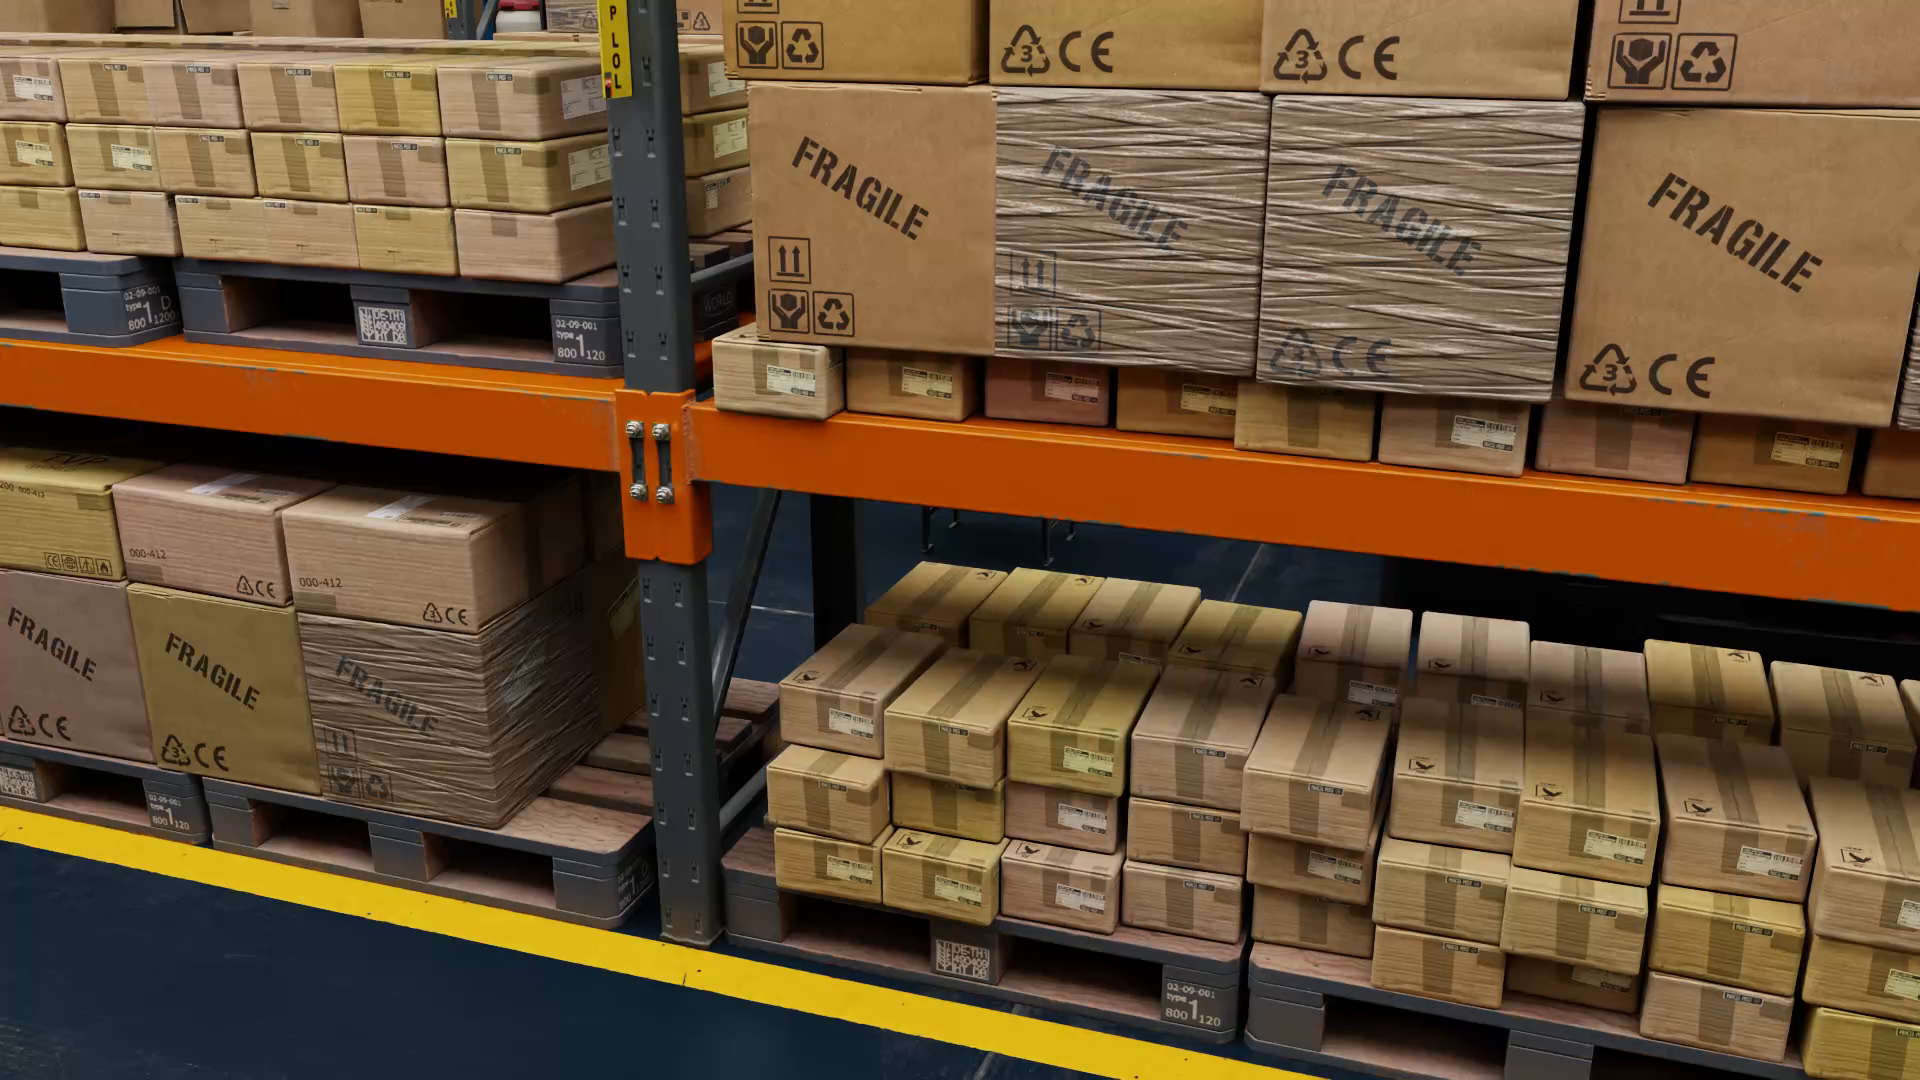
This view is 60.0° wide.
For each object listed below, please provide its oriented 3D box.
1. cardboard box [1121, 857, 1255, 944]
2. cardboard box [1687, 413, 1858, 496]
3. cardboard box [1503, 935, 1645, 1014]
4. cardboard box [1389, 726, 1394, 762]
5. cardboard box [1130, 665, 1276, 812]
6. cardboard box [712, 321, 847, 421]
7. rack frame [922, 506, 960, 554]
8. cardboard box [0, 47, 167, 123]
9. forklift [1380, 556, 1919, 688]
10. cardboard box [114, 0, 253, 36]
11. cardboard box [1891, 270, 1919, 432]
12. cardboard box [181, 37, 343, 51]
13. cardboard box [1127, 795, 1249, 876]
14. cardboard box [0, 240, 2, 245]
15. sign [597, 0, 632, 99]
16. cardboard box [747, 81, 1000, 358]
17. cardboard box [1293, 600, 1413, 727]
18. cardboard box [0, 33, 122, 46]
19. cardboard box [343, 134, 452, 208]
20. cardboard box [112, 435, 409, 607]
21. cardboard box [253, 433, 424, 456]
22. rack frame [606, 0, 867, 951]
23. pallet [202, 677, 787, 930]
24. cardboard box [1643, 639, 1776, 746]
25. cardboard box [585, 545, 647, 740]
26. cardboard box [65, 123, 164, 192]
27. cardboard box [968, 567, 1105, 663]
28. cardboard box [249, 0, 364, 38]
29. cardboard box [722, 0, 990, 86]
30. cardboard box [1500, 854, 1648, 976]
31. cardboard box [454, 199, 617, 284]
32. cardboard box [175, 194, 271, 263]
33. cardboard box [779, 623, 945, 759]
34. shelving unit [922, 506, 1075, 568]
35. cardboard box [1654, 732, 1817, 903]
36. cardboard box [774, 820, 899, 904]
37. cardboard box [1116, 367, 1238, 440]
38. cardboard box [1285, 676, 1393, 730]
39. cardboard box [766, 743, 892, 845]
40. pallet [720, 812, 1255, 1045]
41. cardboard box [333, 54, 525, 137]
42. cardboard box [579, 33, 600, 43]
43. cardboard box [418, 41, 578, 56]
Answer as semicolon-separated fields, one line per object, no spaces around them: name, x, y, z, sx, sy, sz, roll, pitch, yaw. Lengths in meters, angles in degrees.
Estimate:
cardboard box;0.521;0.710;3.674;0.250;0.149;0.380;6;20;17
cardboard box;1.457;-0.215;3.017;0.250;0.149;0.380;7;20;19
cardboard box;1.274;0.791;3.442;0.250;0.149;0.380;7;20;20
cardboard box;0.984;0.568;4.082;0.250;0.149;0.380;6;20;18
cardboard box;0.531;0.422;3.598;0.250;0.149;0.380;6;20;17
cardboard box;-0.316;-0.377;3.482;0.250;0.149;0.380;7;21;20
rack frame;-0.074;-1.000;6.255;0.015;2.100;0.400;7;20;18
cardboard box;-2.151;-1.112;4.050;0.250;0.149;0.380;6;20;16
forklift;3.021;-1.064;5.272;3.031;2.867;1.129;5;20;15
cardboard box;-4.642;-3.112;10.152;0.637;0.503;0.797;9;21;24
cardboard box;1.826;-0.461;2.738;0.500;0.500;0.500;7;20;18
cardboard box;-1.919;-1.313;4.627;0.250;0.149;0.380;7;21;20
cardboard box;0.525;0.563;3.646;0.250;0.149;0.380;5;20;15
cardboard box;-2.400;-0.857;4.223;0.250;0.149;0.380;6;20;16
sign;-0.655;-1.002;3.134;0.005;0.325;0.100;7;20;18
cardboard box;-0.091;-0.684;3.377;0.500;0.500;0.500;6;20;17
cardboard box;0.943;0.289;3.979;0.250;0.149;0.380;6;20;15
cardboard box;-2.678;-1.399;4.871;0.250;0.149;0.380;7;20;18
cardboard box;-1.166;-0.858;3.772;0.250;0.149;0.380;7;20;18
cardboard box;-1.744;-0.062;4.216;0.500;0.250;0.500;8;21;21
cardboard box;-1.592;-0.219;4.667;0.500;0.250;0.500;7;20;20
rack frame;-0.476;-0.628;3.821;0.127;3.000;1.000;7;20;18
pallet;-1.212;0.605;4.519;1.213;0.211;1.003;7;20;18
cardboard box;1.669;0.373;3.739;0.250;0.149;0.380;7;20;19
cardboard box;-1.087;0.192;4.628;0.500;0.500;0.500;7;21;20
cardboard box;-1.905;-0.942;4.014;0.250;0.149;0.380;5;20;15
cardboard box;0.199;0.212;4.201;0.250;0.149;0.380;7;20;19
cardboard box;-3.615;-2.912;9.583;0.500;0.500;0.700;10;21;26
cardboard box;-0.130;-1.163;3.233;0.500;0.500;0.500;7;20;19
cardboard box;1.220;0.681;3.306;0.250;0.149;0.380;7;20;19
cardboard box;-0.917;-0.689;3.739;0.250;0.149;0.380;6;20;17
cardboard box;-1.634;-0.772;3.976;0.250;0.149;0.380;5;20;15
cardboard box;-0.219;0.341;3.831;0.250;0.149;0.380;7;21;20
shelving unit;0.156;-0.974;6.179;0.503;2.100;0.431;7;20;18
cardboard box;1.506;0.537;3.268;0.250;0.149;0.380;6;20;16
cardboard box;-0.238;0.659;3.821;0.250;0.149;0.380;6;20;16
cardboard box;0.476;-0.329;3.343;0.250;0.149;0.380;6;20;16
cardboard box;0.896;0.443;3.991;0.250;0.149;0.380;7;20;19
cardboard box;-0.239;0.518;3.774;0.250;0.149;0.380;8;21;21
pallet;0.170;0.750;4.103;1.213;0.211;1.003;7;20;18
cardboard box;-1.174;-1.000;3.728;0.250;0.149;0.380;6;20;16
cardboard box;-1.674;-2.446;8.885;0.500;0.500;0.500;6;20;17
cardboard box;-1.204;-1.231;4.390;0.250;0.149;0.380;7;20;19
